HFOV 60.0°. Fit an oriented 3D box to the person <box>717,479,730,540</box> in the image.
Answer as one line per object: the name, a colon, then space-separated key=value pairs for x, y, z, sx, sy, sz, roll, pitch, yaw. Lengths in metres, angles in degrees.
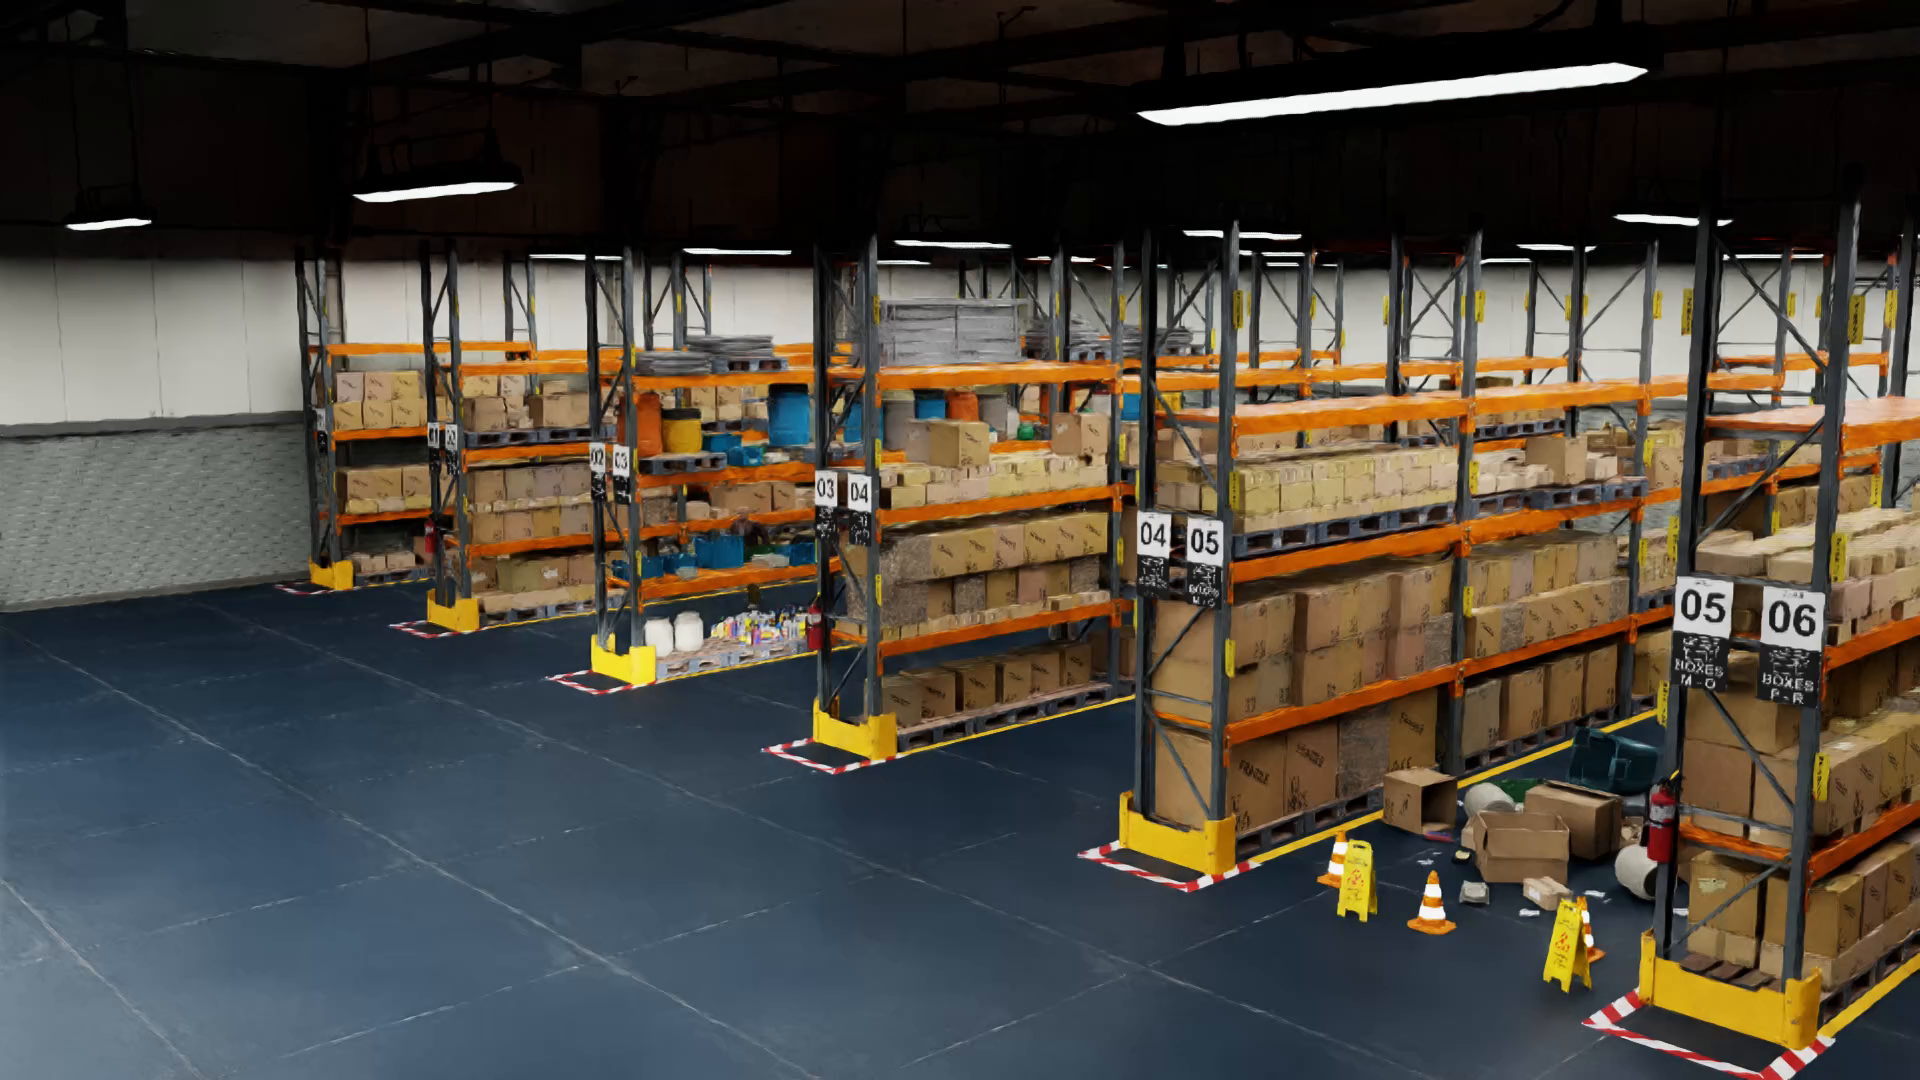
person: x=-4.723 y=-0.550 z=33.521 sx=1.086 sy=1.589 sz=0.495 roll=-7 pitch=11 yaw=-40

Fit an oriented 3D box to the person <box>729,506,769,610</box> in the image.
person: x=-3.495 y=0.267 z=27.599 sx=0.724 sy=1.713 sz=0.900 roll=5 pitch=10 yaw=30

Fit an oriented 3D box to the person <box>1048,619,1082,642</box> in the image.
person: x=1.493 y=0.945 z=23.394 sx=0.546 sy=1.631 sz=0.729 roll=-8 pitch=11 yaw=-43
